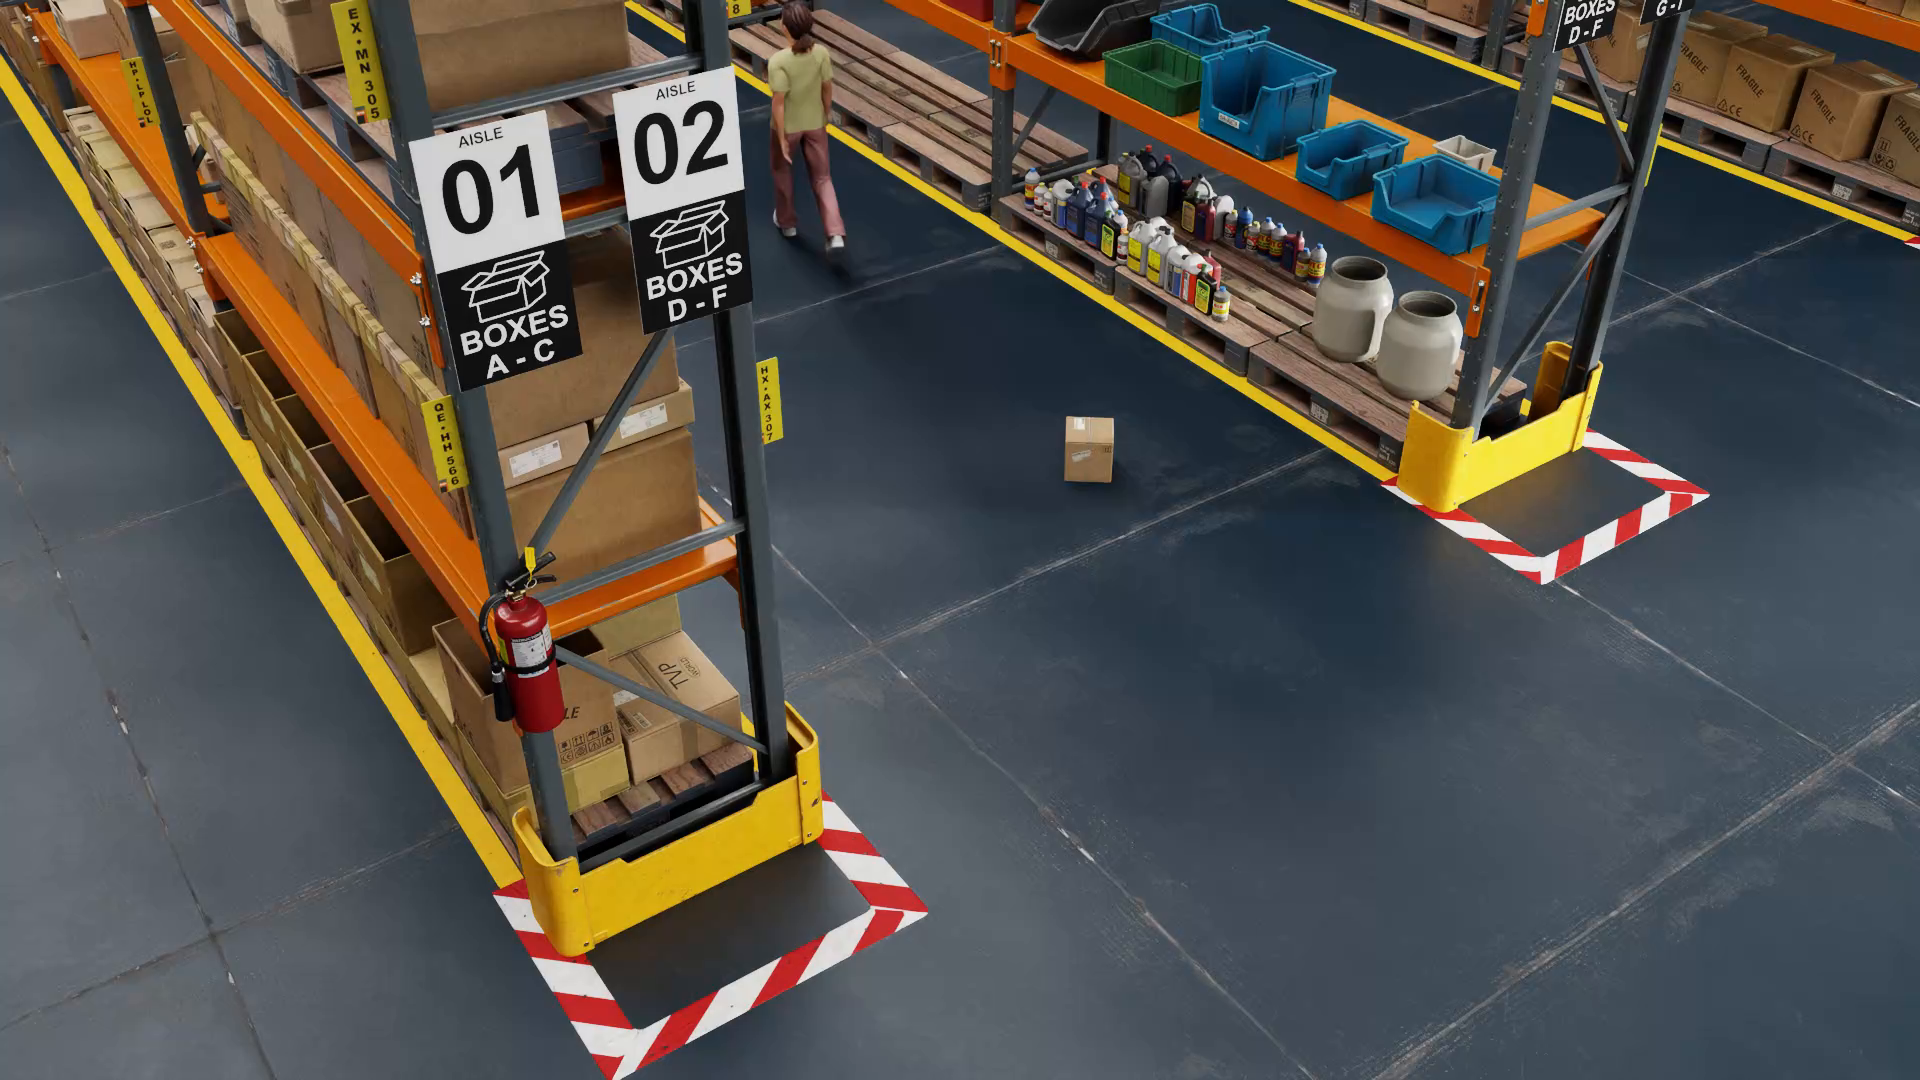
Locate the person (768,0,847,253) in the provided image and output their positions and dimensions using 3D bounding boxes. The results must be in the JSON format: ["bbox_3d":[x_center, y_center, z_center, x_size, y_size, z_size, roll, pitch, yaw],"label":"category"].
[{"bbox_3d":[-0.999,-2.600,10.513,0.439,1.627,0.939,-13,39,-17],"label":"person"}]
